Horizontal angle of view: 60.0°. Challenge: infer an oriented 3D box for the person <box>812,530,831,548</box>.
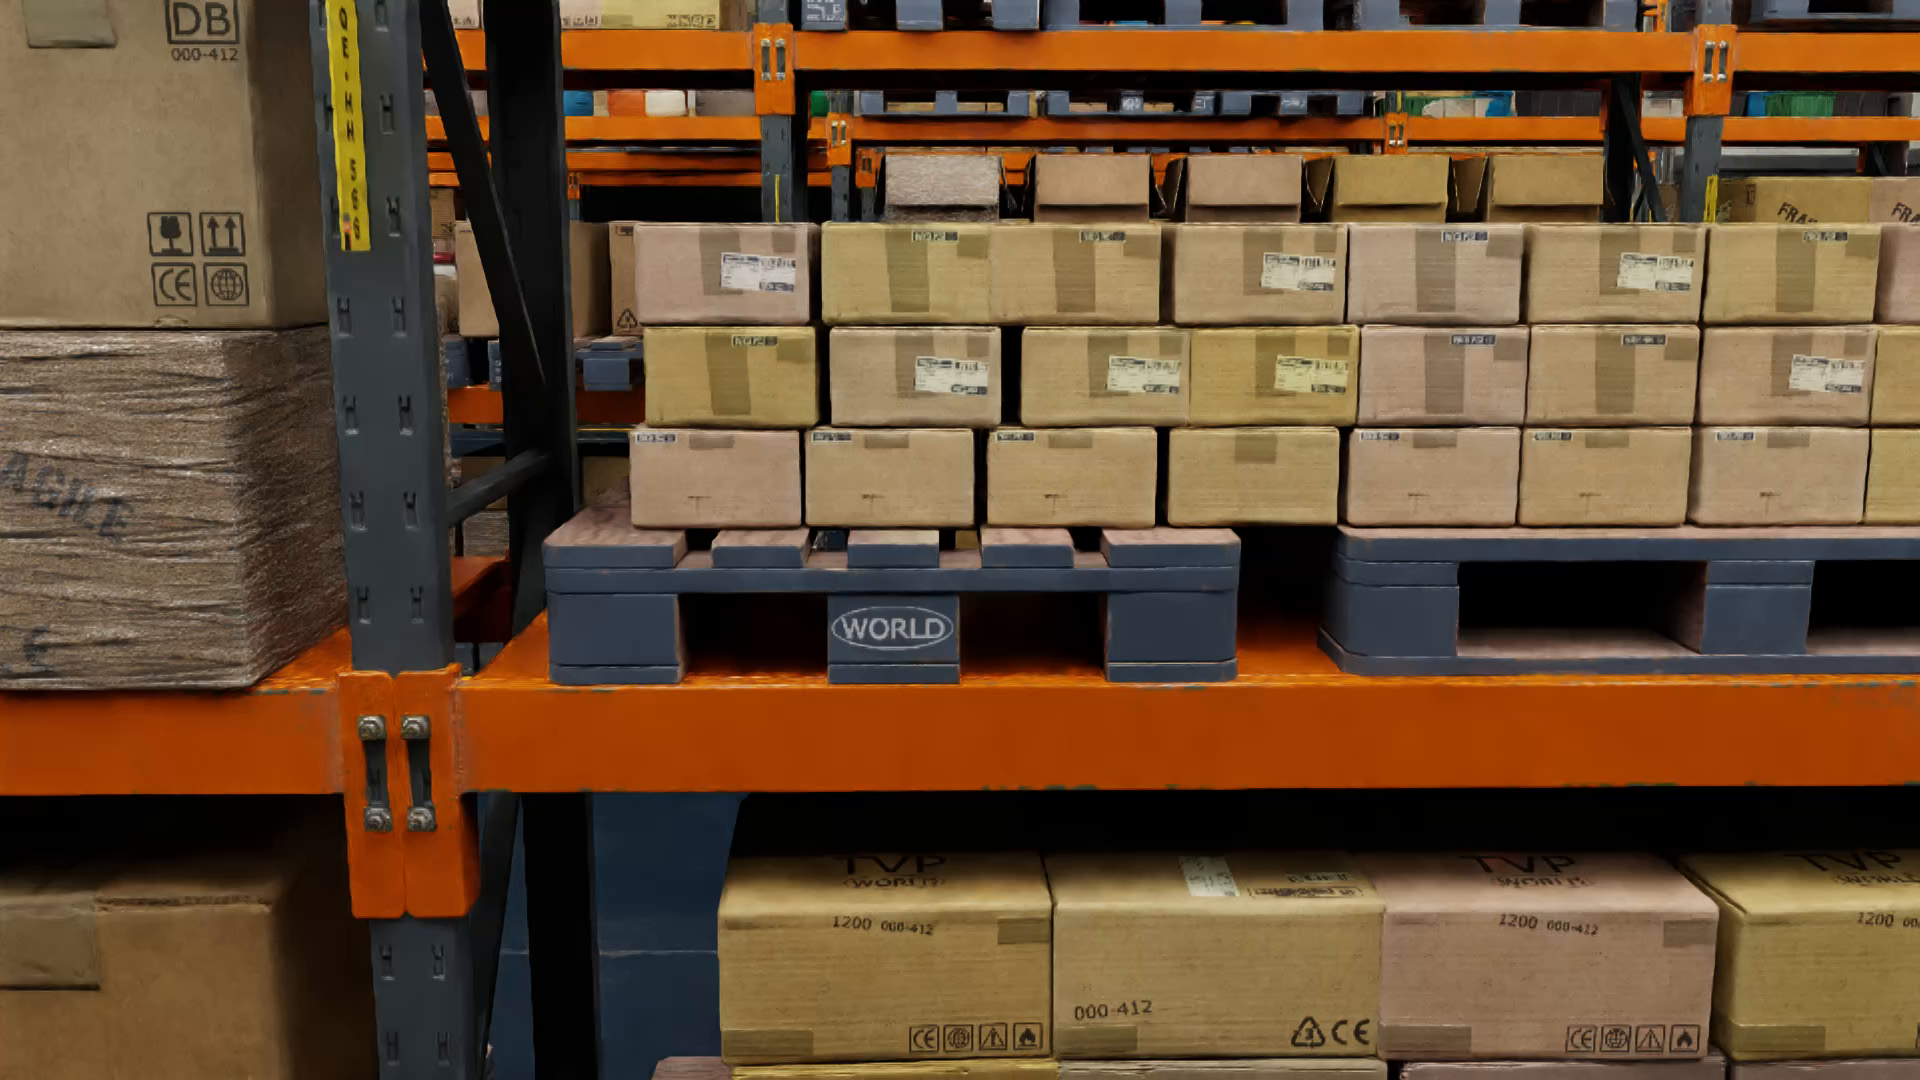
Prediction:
[{"bbox_3d":[-0.655,-0.097,6.289,0.469,1.809,0.573,1,10,3],"label":"person"}]
